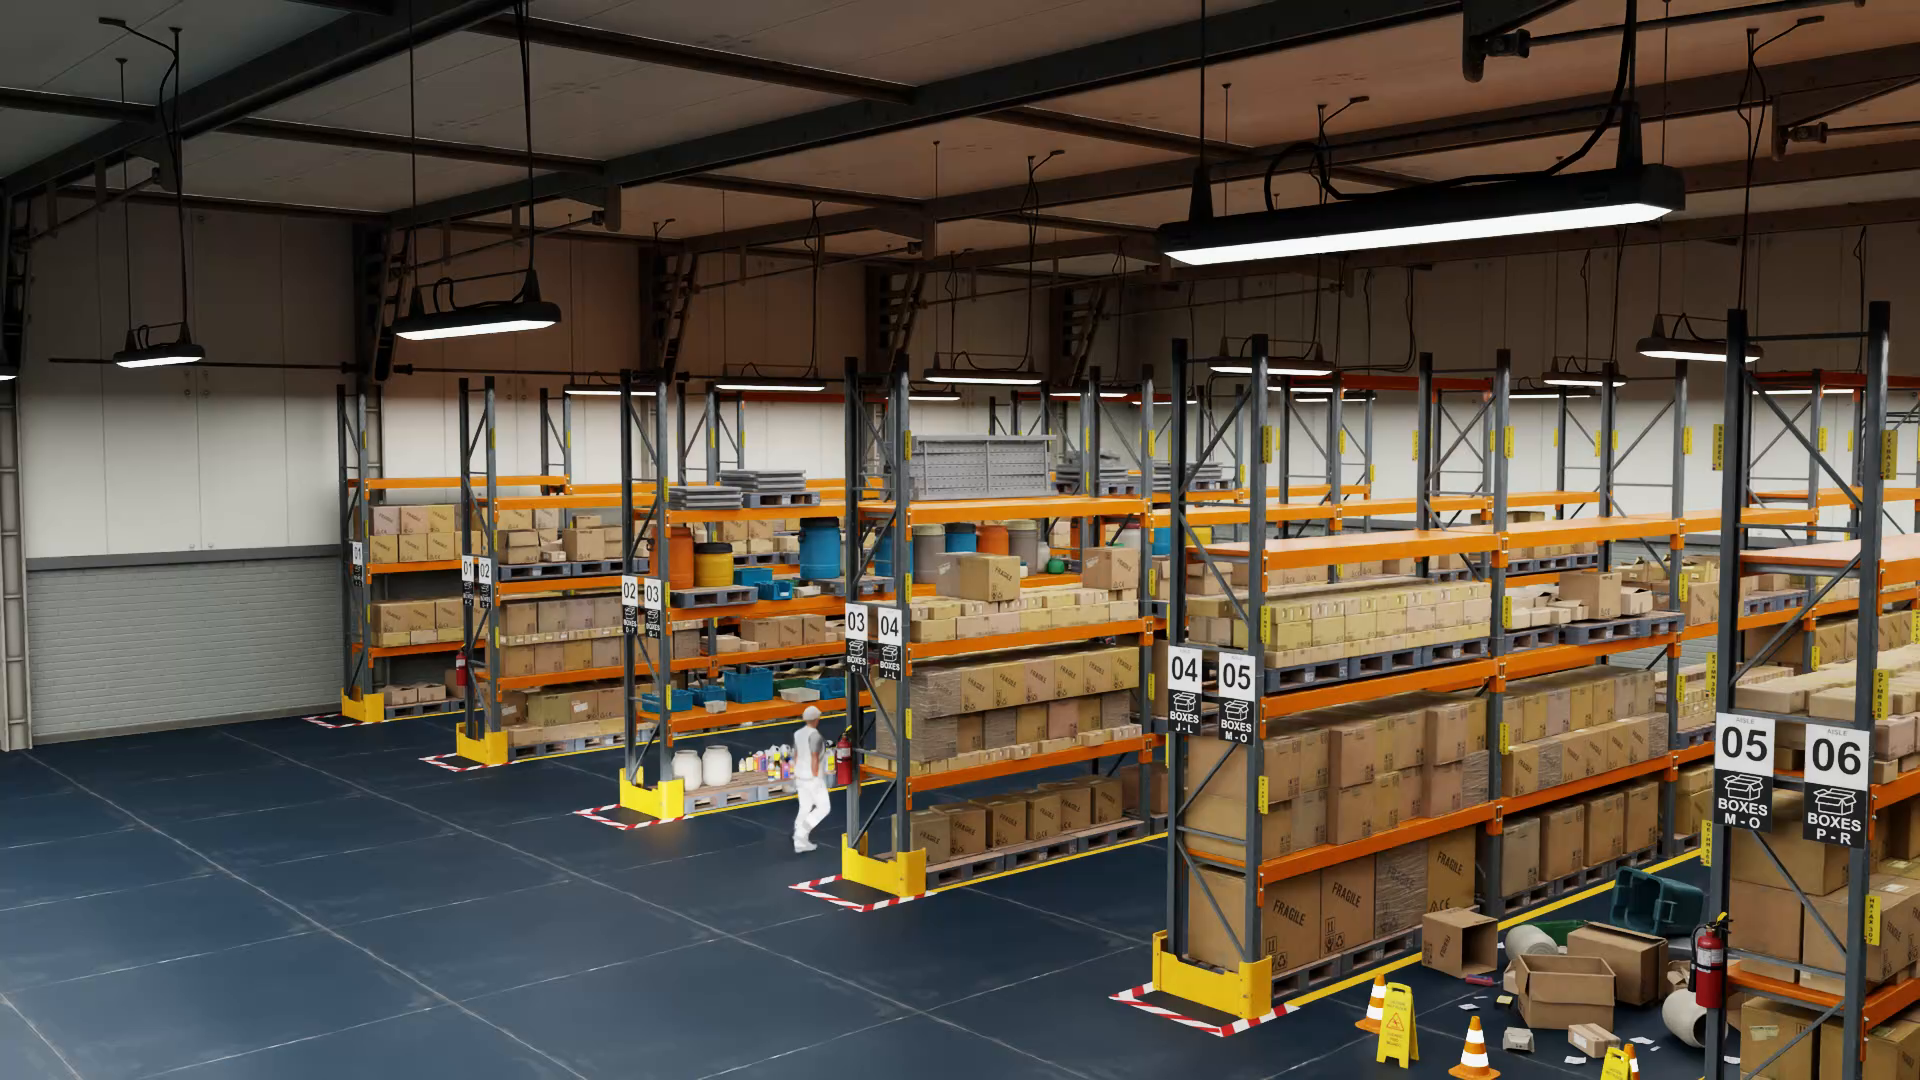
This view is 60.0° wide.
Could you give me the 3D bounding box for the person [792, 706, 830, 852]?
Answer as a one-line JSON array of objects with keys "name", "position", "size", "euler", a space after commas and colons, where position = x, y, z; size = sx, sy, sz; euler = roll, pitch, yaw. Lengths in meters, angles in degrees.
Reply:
[{"name": "person", "position": [-1.875, 2.929, 20.382], "size": [0.481, 1.779, 0.588], "euler": [-2, 4, -30]}]
